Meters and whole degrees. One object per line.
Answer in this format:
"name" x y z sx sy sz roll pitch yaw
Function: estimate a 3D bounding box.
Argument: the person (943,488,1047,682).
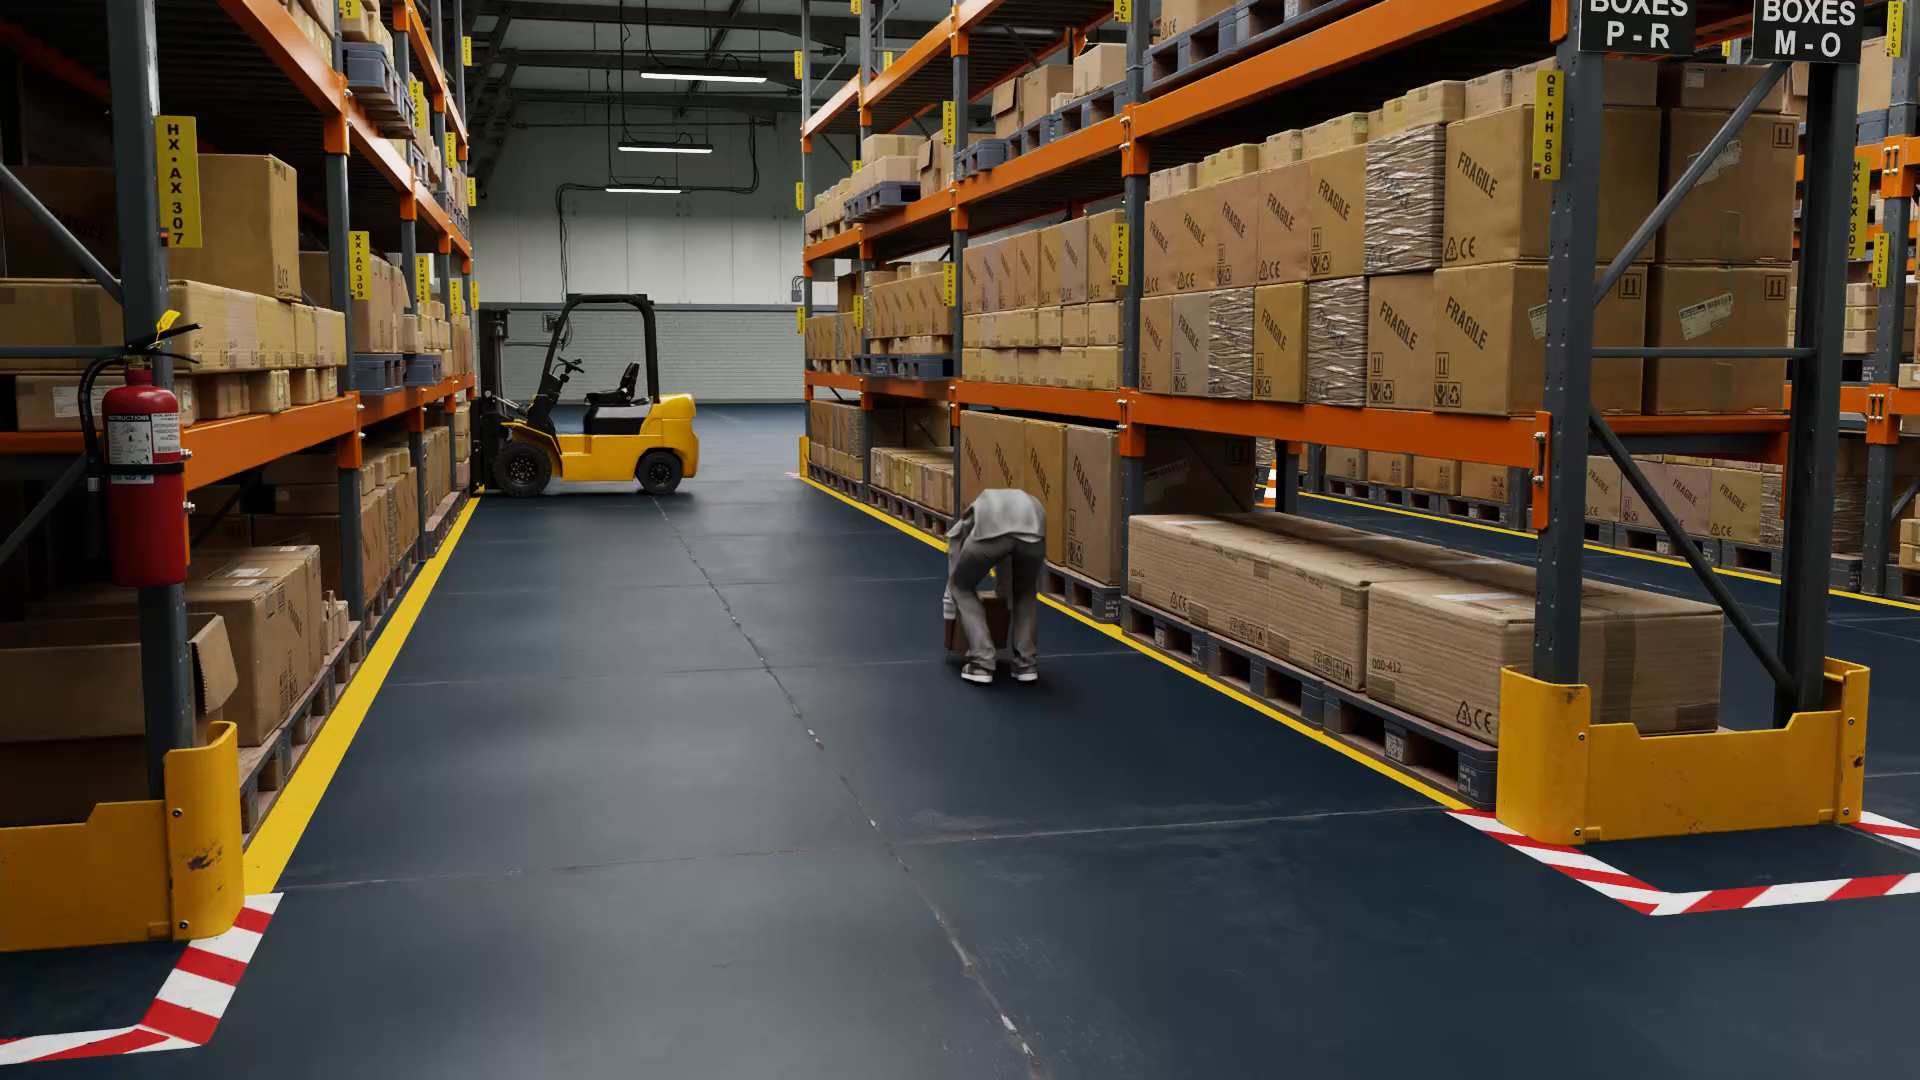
"person" 0.148 0.191 7.813 0.421 0.898 0.855 -2 7 -15
